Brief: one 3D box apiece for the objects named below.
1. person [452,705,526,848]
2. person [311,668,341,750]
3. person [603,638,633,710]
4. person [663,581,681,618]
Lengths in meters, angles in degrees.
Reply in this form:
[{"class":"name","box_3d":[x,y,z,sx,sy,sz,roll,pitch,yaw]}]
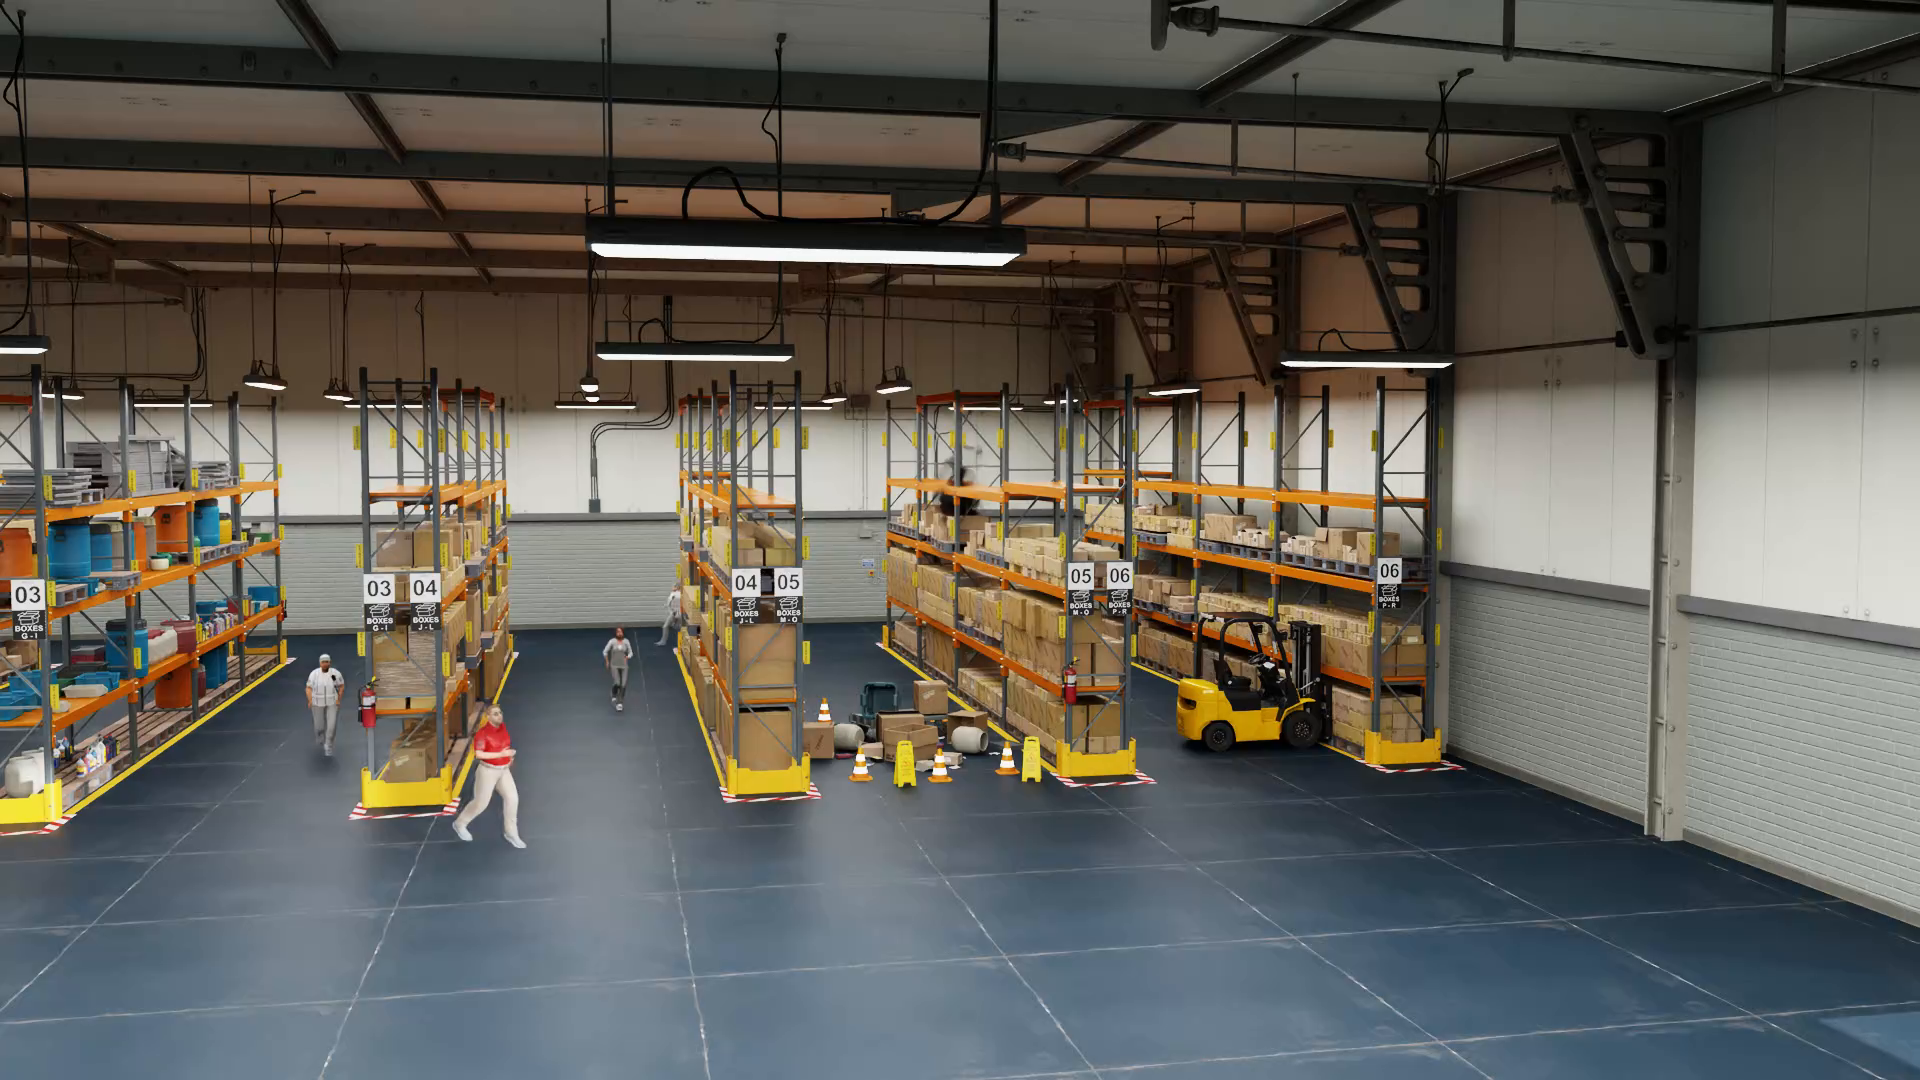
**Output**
[{"class":"person","box_3d":[-5.817,2.920,20.589,0.948,1.776,0.671,2,4,28]},{"class":"person","box_3d":[-10.136,2.693,26.598,0.454,1.321,0.516,-1,4,-22]},{"class":"person","box_3d":[-6.342,2.490,30.897,0.522,1.339,0.371,-1,4,-22]},{"class":"person","box_3d":[-6.971,1.427,40.408,0.504,0.895,0.471,0,3,-1]}]
